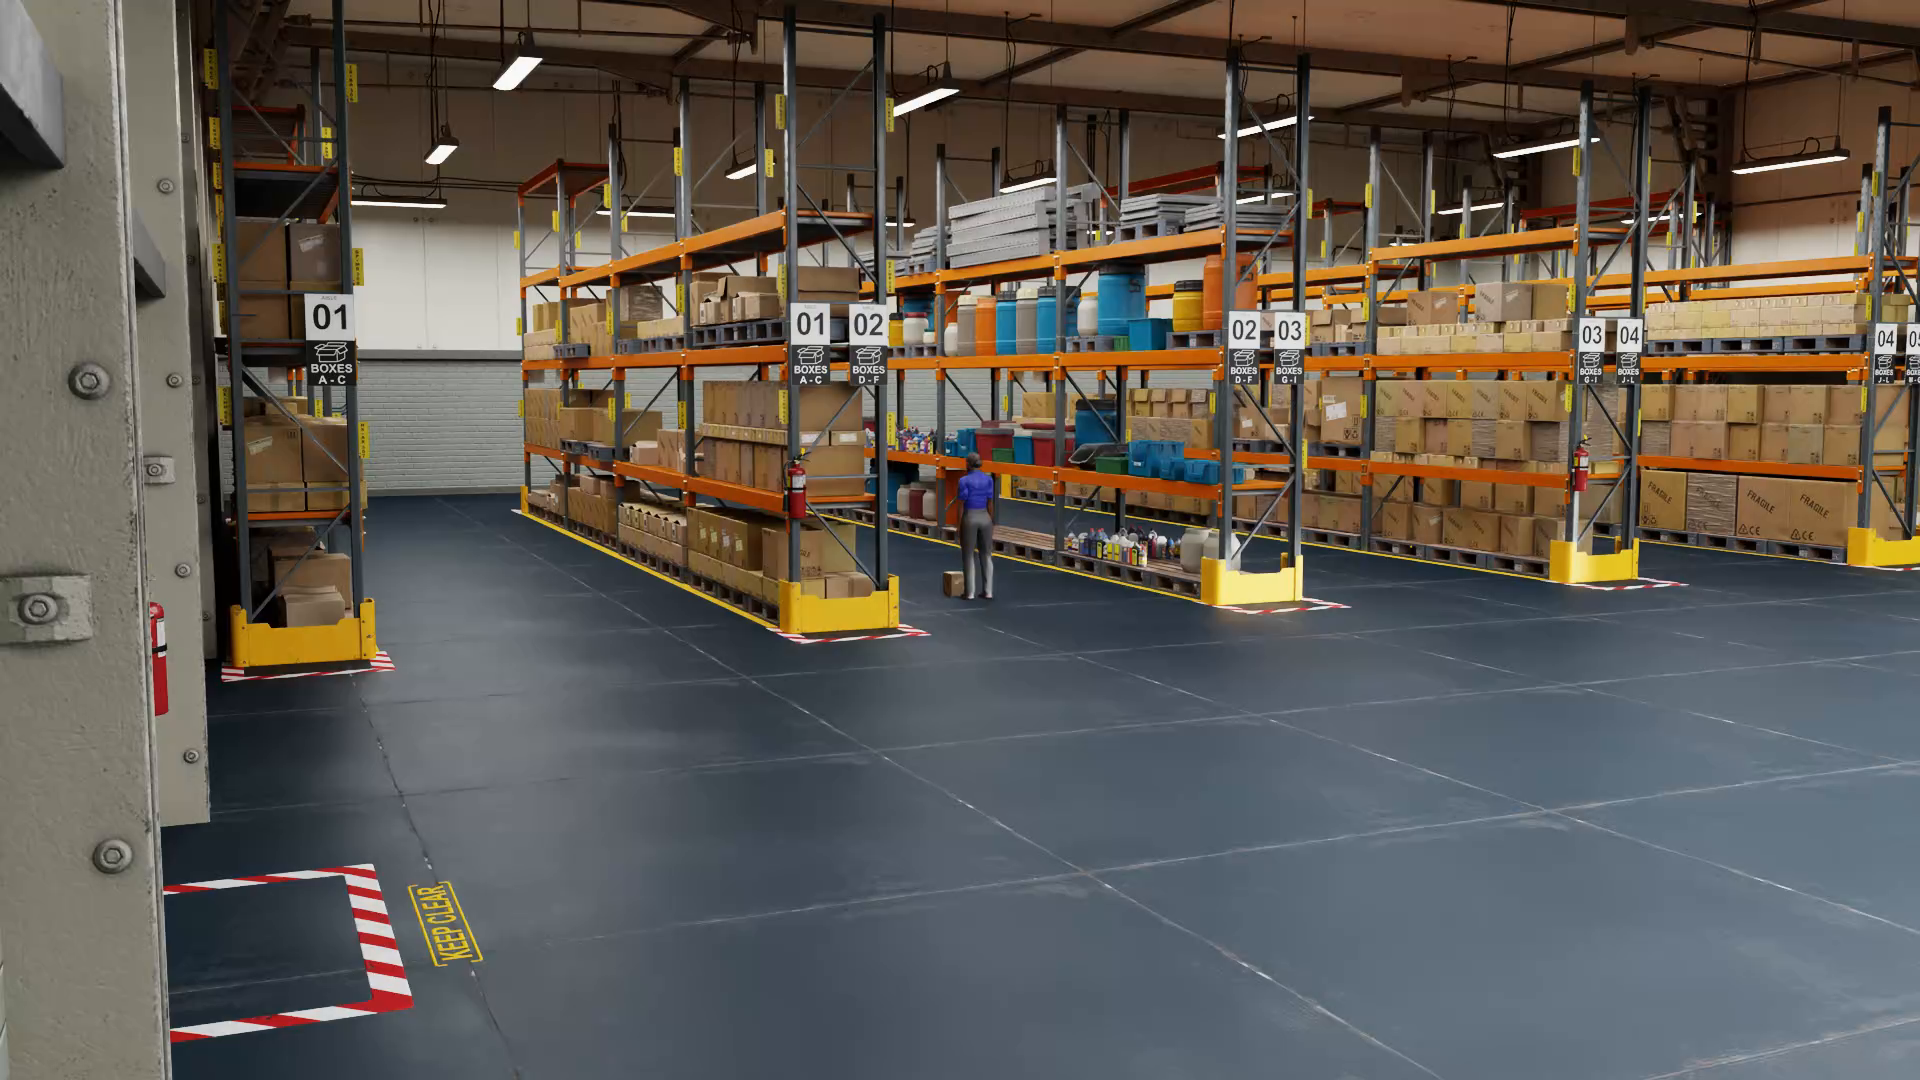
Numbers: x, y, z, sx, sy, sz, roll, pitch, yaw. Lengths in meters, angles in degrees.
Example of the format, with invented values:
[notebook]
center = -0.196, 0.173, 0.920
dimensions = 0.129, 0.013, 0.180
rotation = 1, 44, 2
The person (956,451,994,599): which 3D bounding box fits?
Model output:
[person]
center = 0.149, -0.160, 18.671
dimensions = 0.444, 1.670, 0.354
rotation = -2, 6, -23
